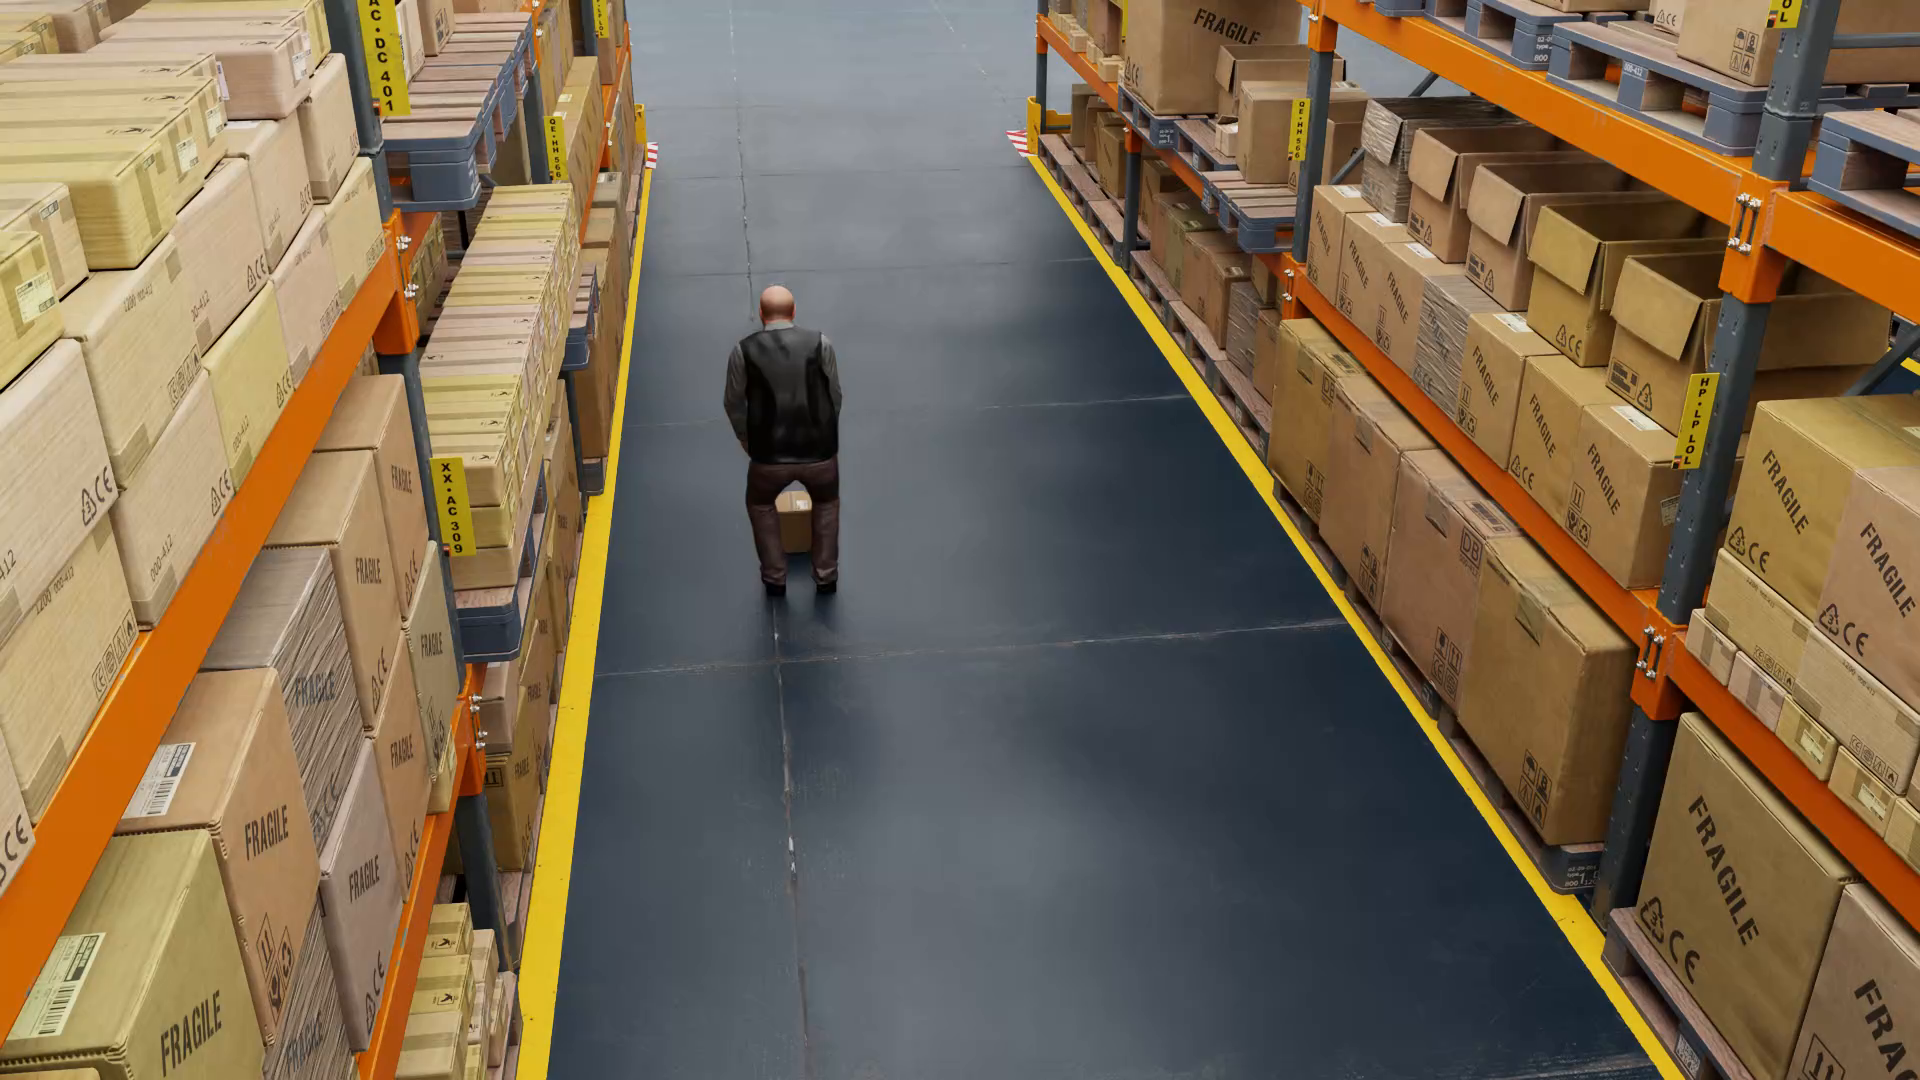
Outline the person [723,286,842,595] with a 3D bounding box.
[{"bbox_3d":[-0.864,-0.455,8.258,0.586,1.533,0.602,-3,27,-7],"label":"person"}]
